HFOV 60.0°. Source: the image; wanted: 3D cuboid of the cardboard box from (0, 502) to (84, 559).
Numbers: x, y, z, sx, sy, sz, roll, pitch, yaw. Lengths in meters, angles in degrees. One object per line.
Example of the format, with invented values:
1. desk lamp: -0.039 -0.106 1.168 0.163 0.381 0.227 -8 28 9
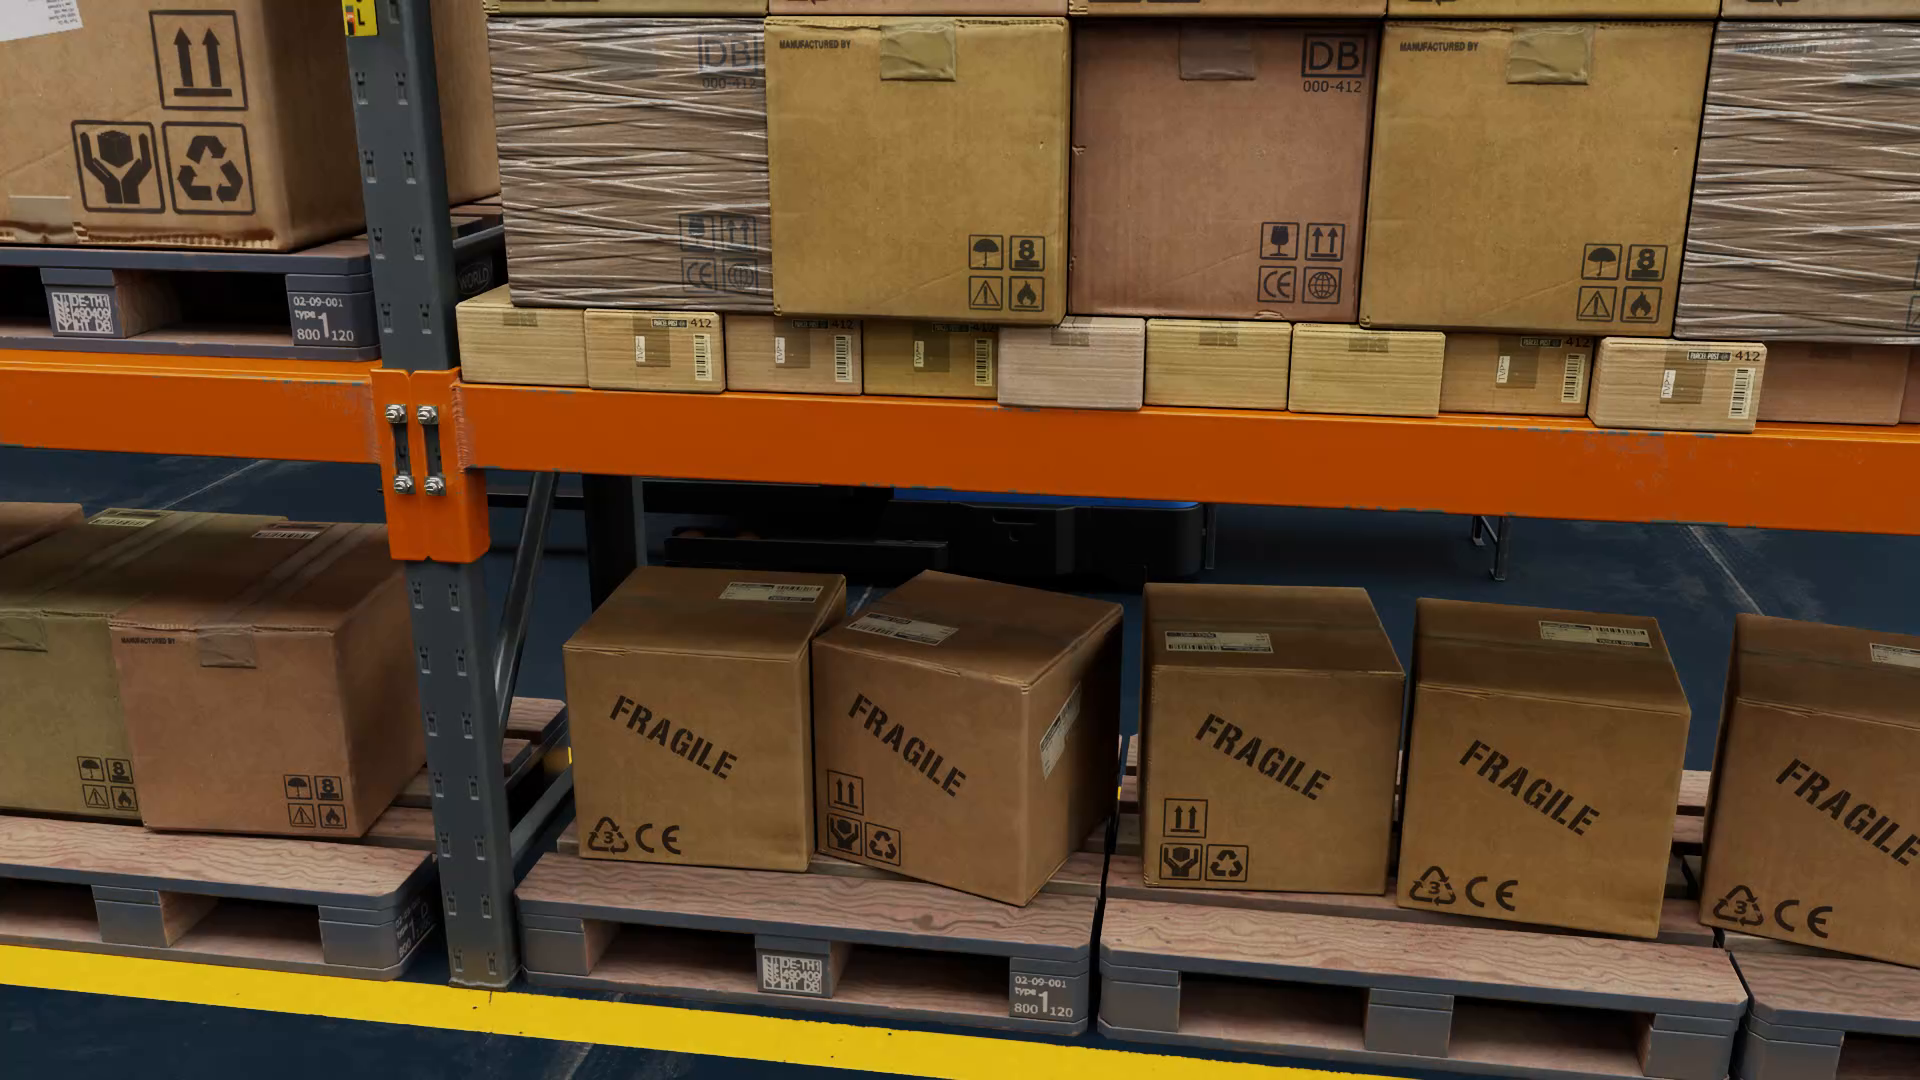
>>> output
1. cardboard box: -2.554 0.245 4.089 0.500 0.500 0.700 1 19 4

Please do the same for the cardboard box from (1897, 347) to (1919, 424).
1. cardboard box: 1.718 -0.317 2.920 0.250 0.149 0.380 3 19 9

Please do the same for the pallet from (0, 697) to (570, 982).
1. pallet: -1.700 0.648 4.034 1.213 0.211 1.003 3 19 9

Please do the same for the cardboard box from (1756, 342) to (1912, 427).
1. cardboard box: 1.467 -0.323 2.937 0.250 0.149 0.380 3 19 9

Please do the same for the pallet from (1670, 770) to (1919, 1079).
1. pallet: 2.147 0.832 3.484 1.213 0.211 1.003 3 19 9

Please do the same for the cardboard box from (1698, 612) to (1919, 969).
1. cardboard box: 1.809 0.496 3.372 0.500 0.500 0.500 8 20 23

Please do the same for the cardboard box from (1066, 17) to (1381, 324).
1. cardboard box: 0.501 -0.753 3.198 0.500 0.500 0.875 3 19 9

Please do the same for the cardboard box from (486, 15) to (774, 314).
1. cardboard box: -0.497 -0.782 3.287 0.500 0.500 0.875 3 19 9

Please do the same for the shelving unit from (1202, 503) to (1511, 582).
1. shelving unit: 1.428 -0.662 5.919 1.048 1.500 0.538 2 19 6

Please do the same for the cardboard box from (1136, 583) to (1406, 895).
1. cardboard box: 0.650 0.416 3.610 0.500 0.500 0.500 1 19 4

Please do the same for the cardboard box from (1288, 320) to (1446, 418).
1. cardboard box: 0.717 -0.340 2.989 0.250 0.149 0.380 3 19 9

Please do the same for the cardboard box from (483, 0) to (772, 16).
1. cardboard box: -0.527 -1.196 2.949 0.500 0.500 0.500 3 19 9

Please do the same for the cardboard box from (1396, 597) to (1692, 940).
1. cardboard box: 1.194 0.458 3.484 0.500 0.500 0.500 5 19 14

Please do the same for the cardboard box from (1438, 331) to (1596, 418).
1. cardboard box: 0.971 -0.342 2.994 0.250 0.149 0.380 3 19 9

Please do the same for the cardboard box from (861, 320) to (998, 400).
1. cardboard box: -0.022 -0.381 3.112 0.250 0.149 0.380 3 19 9

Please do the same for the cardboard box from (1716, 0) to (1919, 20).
1. cardboard box: 1.448 -1.097 2.651 0.500 0.500 0.500 3 19 9

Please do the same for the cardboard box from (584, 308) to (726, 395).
1. cardboard box: -0.522 -0.395 3.152 0.250 0.149 0.380 3 19 9

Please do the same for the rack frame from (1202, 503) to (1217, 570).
1. rack frame: 0.923 -0.681 5.975 0.032 1.500 0.500 2 19 6

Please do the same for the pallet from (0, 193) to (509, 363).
1. pallet: -1.663 -0.629 3.758 1.213 0.211 1.003 3 19 9

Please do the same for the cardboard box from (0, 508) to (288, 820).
1. cardboard box: -2.002 0.273 4.005 0.500 0.500 0.700 3 19 8

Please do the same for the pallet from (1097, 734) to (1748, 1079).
1. pallet: 0.946 0.770 3.669 1.213 0.211 1.003 3 19 9

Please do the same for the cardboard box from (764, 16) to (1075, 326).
1. cardboard box: -0.008 -0.746 3.179 0.500 0.500 0.875 3 19 9

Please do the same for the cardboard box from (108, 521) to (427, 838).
1. cardboard box: -1.534 0.303 3.915 0.500 0.500 0.700 1 19 4

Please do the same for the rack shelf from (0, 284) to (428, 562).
1. rack shelf: -2.906 -0.395 3.891 4.000 0.370 1.077 3 19 9

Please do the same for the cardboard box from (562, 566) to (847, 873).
1. cardboard box: -0.542 0.383 3.709 0.500 0.500 0.500 2 19 7

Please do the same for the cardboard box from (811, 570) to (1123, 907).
1. cardboard box: 0.024 0.410 3.629 0.500 0.500 0.500 9 21 26

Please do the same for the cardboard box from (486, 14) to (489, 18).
1. cardboard box: -2.041 -2.806 8.229 0.500 0.500 0.700 3 19 8

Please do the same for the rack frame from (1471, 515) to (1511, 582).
1. rack frame: 1.933 -0.644 5.863 0.032 1.500 0.500 2 19 6

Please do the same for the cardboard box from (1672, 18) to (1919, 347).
1. cardboard box: 1.480 -0.686 2.998 0.500 0.500 0.875 3 19 9

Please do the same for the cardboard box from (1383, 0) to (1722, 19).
1. cardboard box: 0.956 -1.124 2.734 0.500 0.500 0.500 3 19 9

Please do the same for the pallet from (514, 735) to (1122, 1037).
1. pallet: -0.262 0.709 3.851 1.213 0.211 1.003 3 19 9

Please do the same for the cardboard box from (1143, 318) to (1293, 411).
1. cardboard box: 0.472 -0.356 3.037 0.250 0.149 0.380 3 19 9

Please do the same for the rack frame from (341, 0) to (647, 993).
1. rack frame: -0.931 -0.636 3.476 0.127 3.000 1.000 3 19 9

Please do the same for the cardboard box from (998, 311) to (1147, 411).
1. cardboard box: 0.218 -0.356 3.036 0.250 0.149 0.380 3 19 9

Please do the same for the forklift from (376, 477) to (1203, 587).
1. forklift: -0.621 -1.413 5.907 3.031 2.935 1.130 2 19 6

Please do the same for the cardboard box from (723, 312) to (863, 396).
1. cardboard box: -0.271 -0.391 3.141 0.250 0.149 0.380 3 19 9

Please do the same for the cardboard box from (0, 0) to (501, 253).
1. cardboard box: -1.693 -1.203 3.565 1.000 1.000 1.000 3 19 9

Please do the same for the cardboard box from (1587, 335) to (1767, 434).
1. cardboard box: 1.206 -0.308 2.891 0.250 0.149 0.380 3 19 9

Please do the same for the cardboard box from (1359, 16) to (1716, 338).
1. cardboard box: 0.988 -0.714 3.085 0.500 0.500 0.875 3 19 9

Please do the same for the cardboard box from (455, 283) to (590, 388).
1. cardboard box: -0.767 -0.412 3.202 0.250 0.149 0.380 3 19 9

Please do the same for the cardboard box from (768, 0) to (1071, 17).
1. cardboard box: -0.033 -1.172 2.875 0.500 0.500 0.500 3 19 9

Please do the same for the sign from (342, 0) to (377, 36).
1. sign: -1.016 -1.011 2.772 0.005 0.325 0.100 3 19 9

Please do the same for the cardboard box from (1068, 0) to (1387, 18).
1. cardboard box: 0.460 -1.146 2.799 0.500 0.500 0.500 3 19 9

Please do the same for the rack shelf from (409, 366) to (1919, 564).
1. rack shelf: 1.044 -0.194 3.289 4.000 0.370 1.077 3 19 9
